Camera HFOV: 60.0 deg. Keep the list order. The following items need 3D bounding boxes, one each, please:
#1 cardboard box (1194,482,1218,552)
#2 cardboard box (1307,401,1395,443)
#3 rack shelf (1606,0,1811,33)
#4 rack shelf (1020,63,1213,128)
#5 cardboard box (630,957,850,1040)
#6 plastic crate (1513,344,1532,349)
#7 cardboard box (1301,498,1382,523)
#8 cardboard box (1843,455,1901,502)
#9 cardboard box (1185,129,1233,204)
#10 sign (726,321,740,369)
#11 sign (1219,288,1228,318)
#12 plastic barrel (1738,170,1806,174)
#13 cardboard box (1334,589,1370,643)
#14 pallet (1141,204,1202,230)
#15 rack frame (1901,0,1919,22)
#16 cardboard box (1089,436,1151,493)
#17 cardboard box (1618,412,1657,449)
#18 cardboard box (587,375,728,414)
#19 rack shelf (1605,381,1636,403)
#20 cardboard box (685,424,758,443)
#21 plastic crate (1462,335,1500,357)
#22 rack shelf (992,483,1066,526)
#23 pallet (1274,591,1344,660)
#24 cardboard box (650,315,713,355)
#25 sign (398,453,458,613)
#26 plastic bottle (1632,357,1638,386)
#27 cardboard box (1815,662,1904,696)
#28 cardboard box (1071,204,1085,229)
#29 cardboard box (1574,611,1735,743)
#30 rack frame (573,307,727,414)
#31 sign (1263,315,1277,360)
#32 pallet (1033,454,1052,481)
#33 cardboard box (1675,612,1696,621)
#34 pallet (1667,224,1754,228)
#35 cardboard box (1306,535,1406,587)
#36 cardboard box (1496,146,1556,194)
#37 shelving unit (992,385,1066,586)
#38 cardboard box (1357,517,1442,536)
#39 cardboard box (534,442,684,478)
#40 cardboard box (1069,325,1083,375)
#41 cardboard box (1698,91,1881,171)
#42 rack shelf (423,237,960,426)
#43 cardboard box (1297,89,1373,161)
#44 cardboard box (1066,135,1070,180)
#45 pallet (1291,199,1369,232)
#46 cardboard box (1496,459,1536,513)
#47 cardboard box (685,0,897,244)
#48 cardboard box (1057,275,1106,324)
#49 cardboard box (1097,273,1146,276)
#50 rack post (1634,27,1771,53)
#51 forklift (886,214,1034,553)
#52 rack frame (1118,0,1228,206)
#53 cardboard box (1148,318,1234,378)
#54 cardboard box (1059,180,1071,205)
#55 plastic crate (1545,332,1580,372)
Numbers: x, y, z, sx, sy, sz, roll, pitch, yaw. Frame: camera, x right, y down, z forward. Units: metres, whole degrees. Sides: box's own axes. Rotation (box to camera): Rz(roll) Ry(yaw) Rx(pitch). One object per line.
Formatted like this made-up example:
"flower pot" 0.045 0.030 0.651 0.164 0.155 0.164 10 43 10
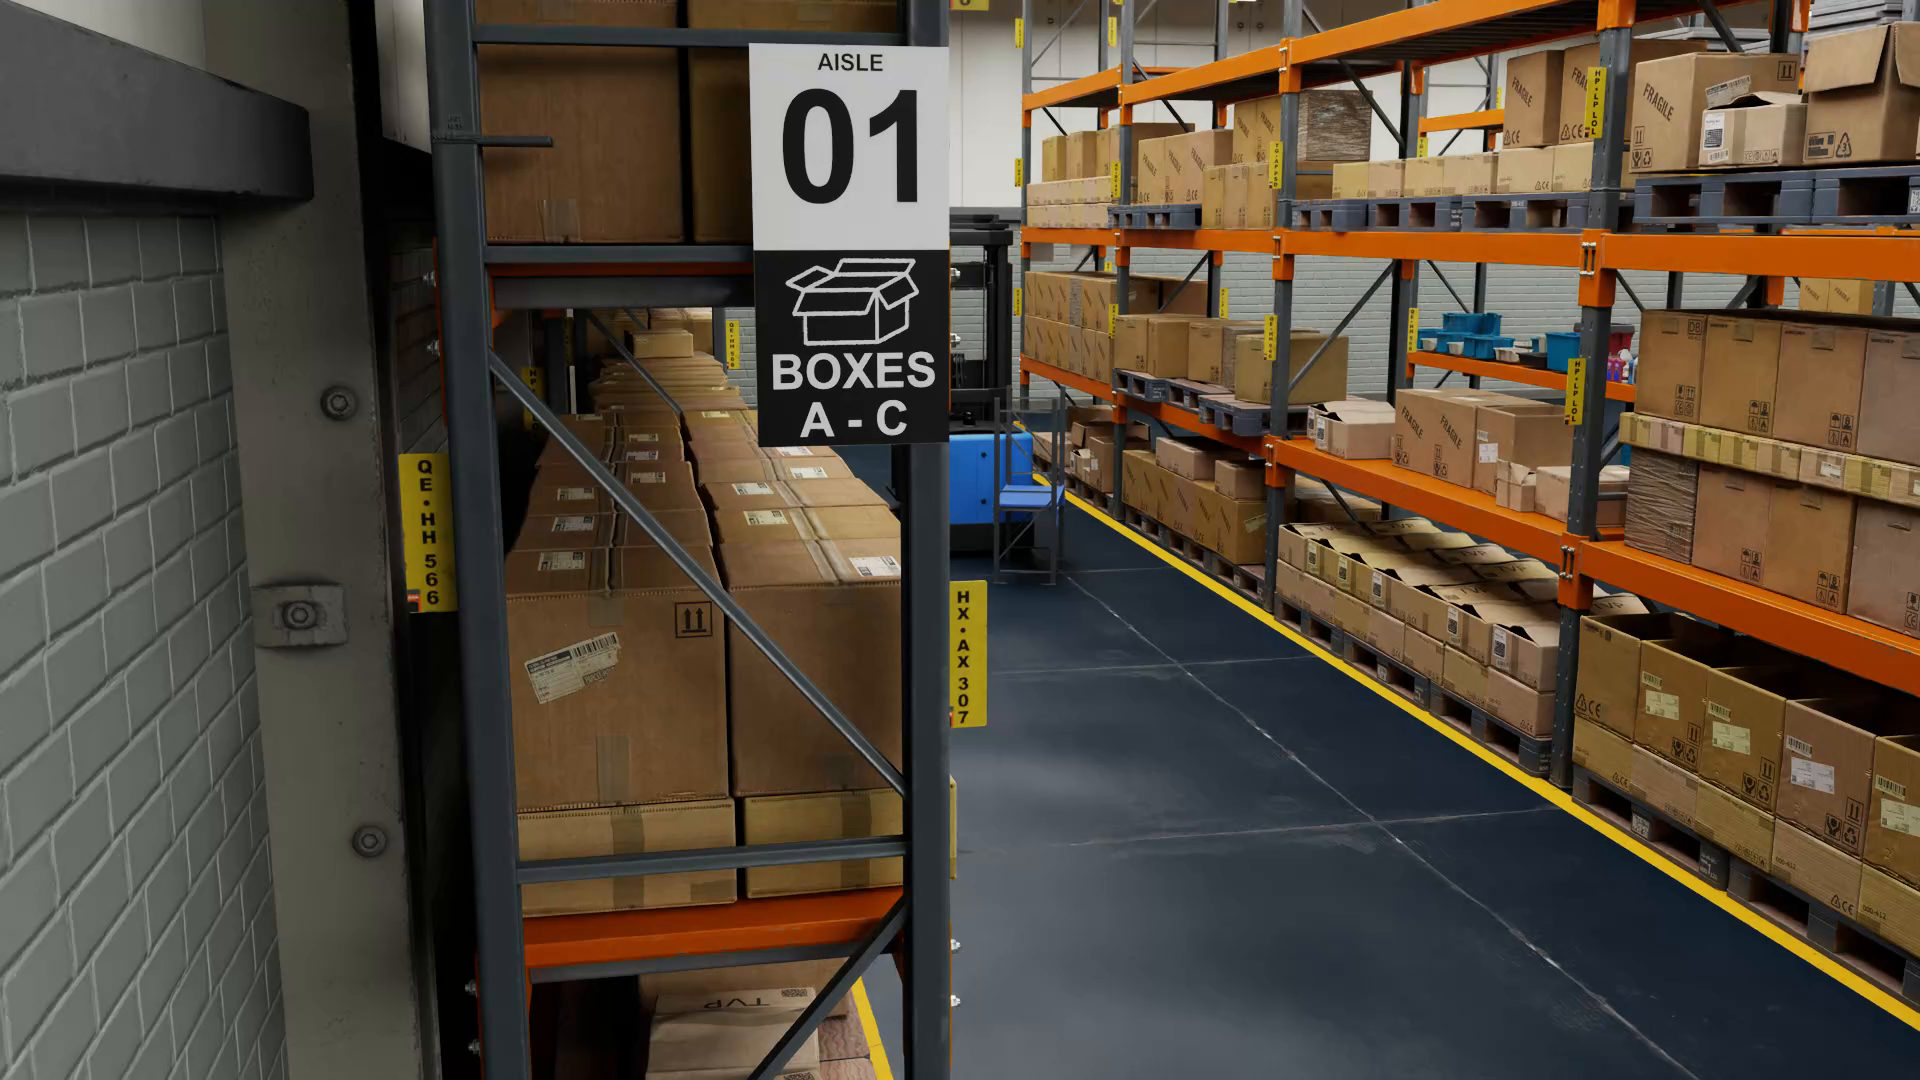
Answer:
"cardboard box" 2.267 -0.200 13.789 0.500 0.500 0.500 -3 11 -13
"cardboard box" 2.807 -0.842 11.891 0.500 0.311 0.500 -1 11 -7
"rack shelf" 3.946 -2.251 6.003 1.077 0.370 4.000 -2 11 -11
"rack shelf" 1.612 -4.647 17.529 1.077 0.370 4.000 -2 11 -11
"cardboard box" -0.774 1.335 5.724 0.700 0.500 0.500 -3 11 -15
"plastic crate" 6.615 -2.200 19.333 0.298 0.136 0.250 -2 11 -11
"cardboard box" 2.971 -0.036 12.927 0.500 0.500 0.500 -2 11 -9
"cardboard box" 3.724 -0.248 6.529 0.380 0.149 0.250 -2 11 -11
"cardboard box" 2.289 -3.126 13.973 0.600 0.600 0.600 -3 11 -13
"sign" -1.549 -1.325 11.303 0.100 0.325 0.005 -2 11 -11
"sign" 2.545 -2.277 16.097 0.100 0.325 0.005 -2 11 -11
"plastic barrel" 7.343 -3.486 15.056 0.600 0.901 0.708 -2 11 -11
"cardboard box" 2.799 0.484 10.914 0.500 0.250 0.500 -2 11 -13
"pallet" 2.264 -2.757 14.192 1.213 0.211 1.003 -2 11 -11
"rack frame" 7.639 -4.081 12.623 1.000 3.000 0.127 -2 11 -11
"cardboard box" 1.612 -0.770 16.783 0.500 0.500 0.500 -2 11 -11
"cardboard box" 3.419 -0.532 8.021 0.380 0.149 0.250 -2 11 -11
"cardboard box" -1.627 -0.622 9.051 0.700 0.500 0.500 -1 11 -3
"rack shelf" 7.250 -1.147 15.178 1.077 0.370 4.000 -2 11 -11
"cardboard box" -0.803 -0.178 6.502 0.500 0.500 0.500 -2 11 -11
"plastic crate" 6.064 -2.249 19.333 0.416 0.233 0.300 -2 11 -11
"rack shelf" 0.582 -0.298 13.765 0.538 0.185 1.000 1 11 7
"pallet" 2.901 0.568 11.701 1.003 0.211 1.213 -2 11 -11
"cardboard box" -1.920 -1.445 11.696 0.500 0.250 0.500 -2 11 -10
"sign" -1.072 -0.014 3.358 0.100 0.325 0.005 -2 11 -11
"plastic bottle" 6.648 -1.641 16.179 0.152 0.276 0.135 -2 11 -11
"cardboard box" 4.048 0.816 7.164 0.500 0.500 0.500 -2 11 -11
"cardboard box" 1.453 -3.351 17.211 0.500 0.250 0.500 -2 11 -11
"cardboard box" 3.340 0.652 8.028 0.500 0.500 0.500 -2 11 -11
"rack frame" -2.079 -0.773 11.291 1.000 3.000 0.127 -2 11 -11
"sign" 2.249 -1.463 12.027 0.100 0.325 0.005 -2 11 -11
"pallet" 1.394 -0.891 19.369 1.003 0.211 1.213 -2 11 -11
"cardboard box" 3.721 0.564 8.998 0.500 0.311 0.500 -2 11 -11
"pallet" 7.109 -3.108 16.039 1.213 0.211 1.003 -2 11 -11
"cardboard box" 2.703 0.118 11.341 0.500 0.311 0.500 -2 11 -12
"cardboard box" 3.337 -2.041 9.205 0.500 0.250 0.500 -3 11 -17
"shelving unit" 0.582 -0.474 13.732 0.538 1.500 1.048 1 11 7
"cardboard box" 3.122 0.002 11.949 0.500 0.311 0.500 -2 11 -10
"cardboard box" -1.226 -0.064 5.905 0.500 0.500 0.500 -2 11 -9
"cardboard box" 1.448 -2.008 17.510 0.500 0.500 0.500 -2 11 -10
"cardboard box" 3.501 -1.724 7.006 0.500 0.311 0.500 -3 11 -14
"rack shelf" -0.912 -0.793 5.296 1.077 0.370 4.000 -2 11 -11
"cardboard box" 2.700 -3.048 12.279 0.500 0.500 0.500 -2 11 -11
"cardboard box" 1.556 -4.159 18.115 0.700 0.500 0.500 -2 11 -11
"pallet" 2.999 -2.214 11.341 1.213 0.211 1.003 -2 11 -8
"cardboard box" 3.206 -0.309 9.211 0.396 0.266 0.258 -2 11 -12
"cardboard box" -0.343 -0.909 3.661 0.500 0.500 0.500 -2 11 -10
"cardboard box" 1.352 -2.590 17.894 0.500 0.500 0.500 -2 11 -12
"cardboard box" 1.784 -2.703 18.485 0.500 0.500 0.500 -2 11 -9
"rack post" 6.994 -4.622 15.667 0.937 0.300 0.954 -2 11 -12
"forklift" -0.105 -1.556 15.586 1.130 2.935 3.031 -2 11 -9
"rack frame" 2.001 -4.635 15.535 1.000 3.000 0.127 -2 11 -11
"cardboard box" 2.070 -1.724 14.897 0.700 0.500 0.500 0 11 -2
"cardboard box" 1.355 -3.688 17.646 0.500 0.250 0.500 -2 11 -11
"plastic crate" 6.435 -1.962 17.419 0.392 0.384 0.575 -2 11 -11
